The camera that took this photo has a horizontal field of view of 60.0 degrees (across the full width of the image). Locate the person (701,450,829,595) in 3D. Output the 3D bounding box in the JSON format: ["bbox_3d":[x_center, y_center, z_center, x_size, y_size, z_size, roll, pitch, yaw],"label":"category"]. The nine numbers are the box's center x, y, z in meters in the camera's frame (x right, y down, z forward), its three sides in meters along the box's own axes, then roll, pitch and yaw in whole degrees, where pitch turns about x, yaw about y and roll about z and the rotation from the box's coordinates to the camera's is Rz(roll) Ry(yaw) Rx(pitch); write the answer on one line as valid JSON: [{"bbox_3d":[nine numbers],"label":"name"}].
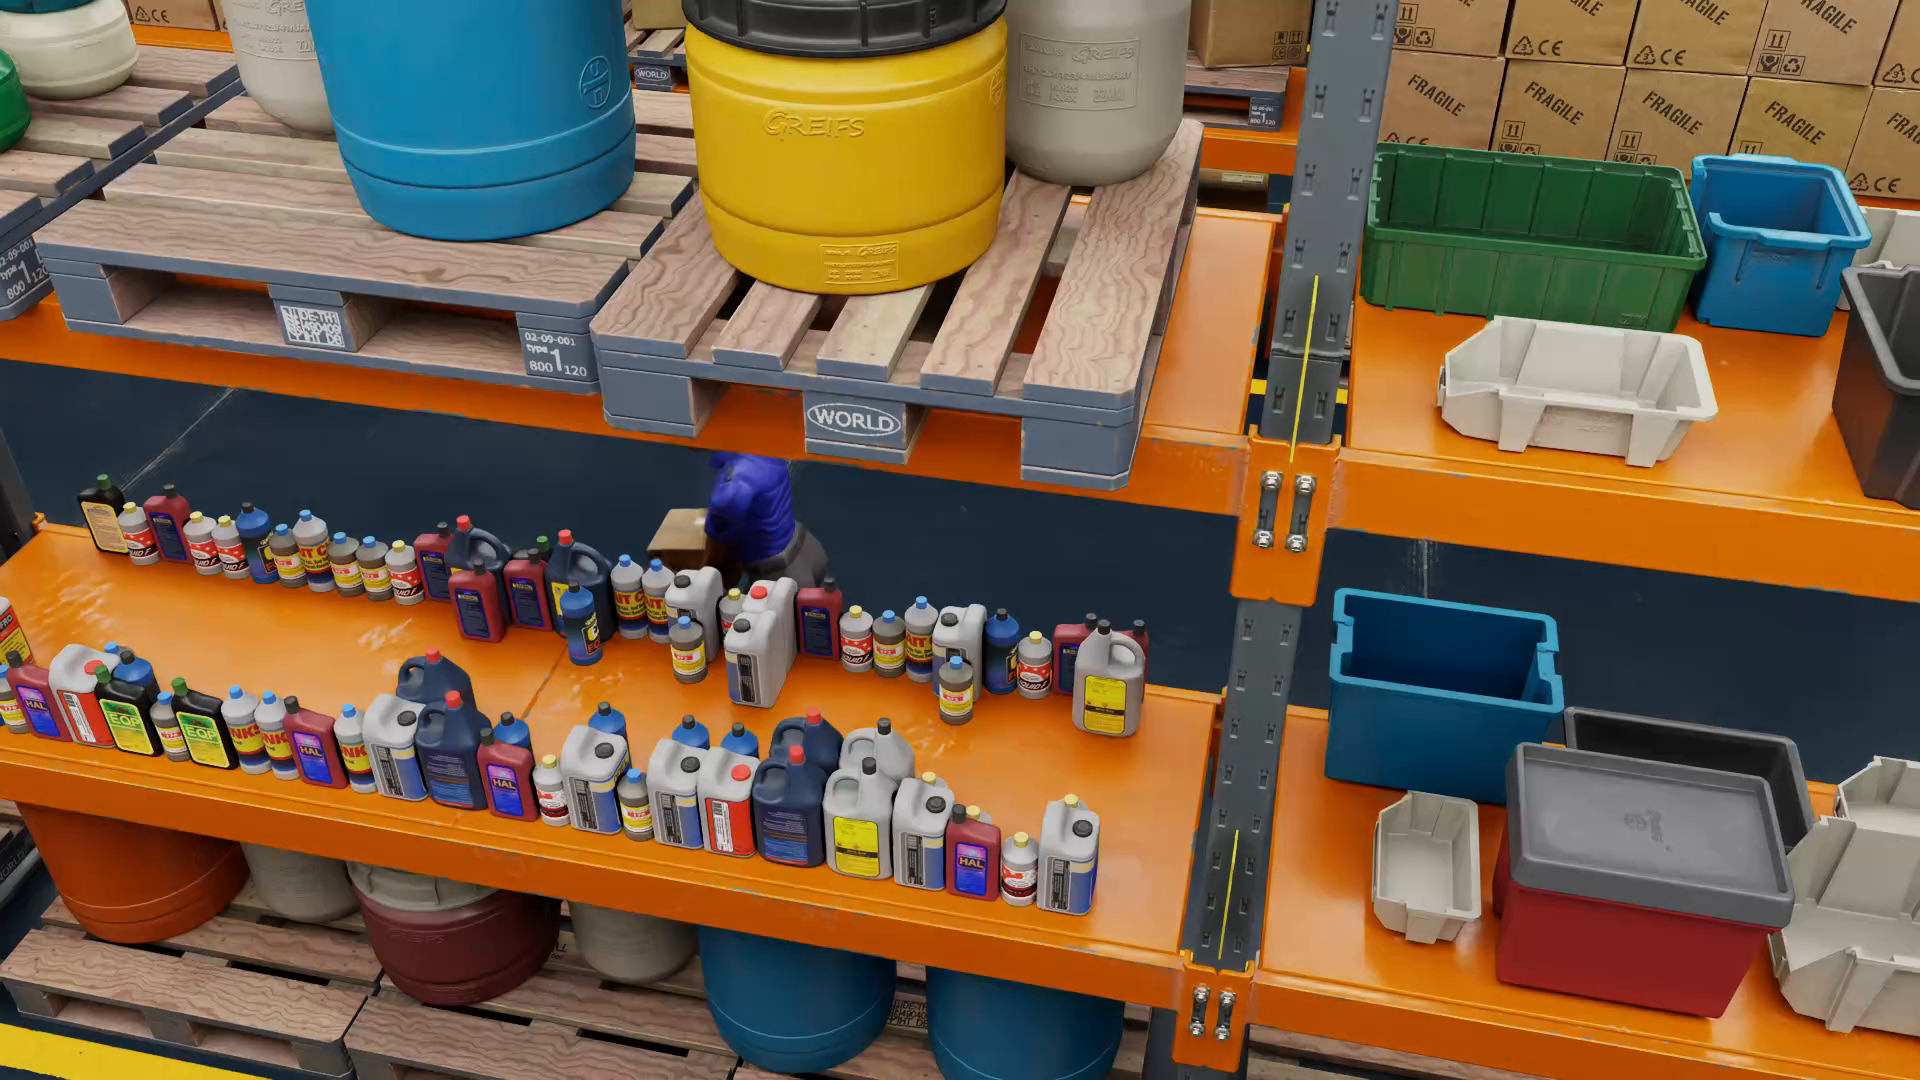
[{"bbox_3d":[-0.760,0.138,5.995,0.534,1.637,0.410,7,37,9],"label":"person"}]
